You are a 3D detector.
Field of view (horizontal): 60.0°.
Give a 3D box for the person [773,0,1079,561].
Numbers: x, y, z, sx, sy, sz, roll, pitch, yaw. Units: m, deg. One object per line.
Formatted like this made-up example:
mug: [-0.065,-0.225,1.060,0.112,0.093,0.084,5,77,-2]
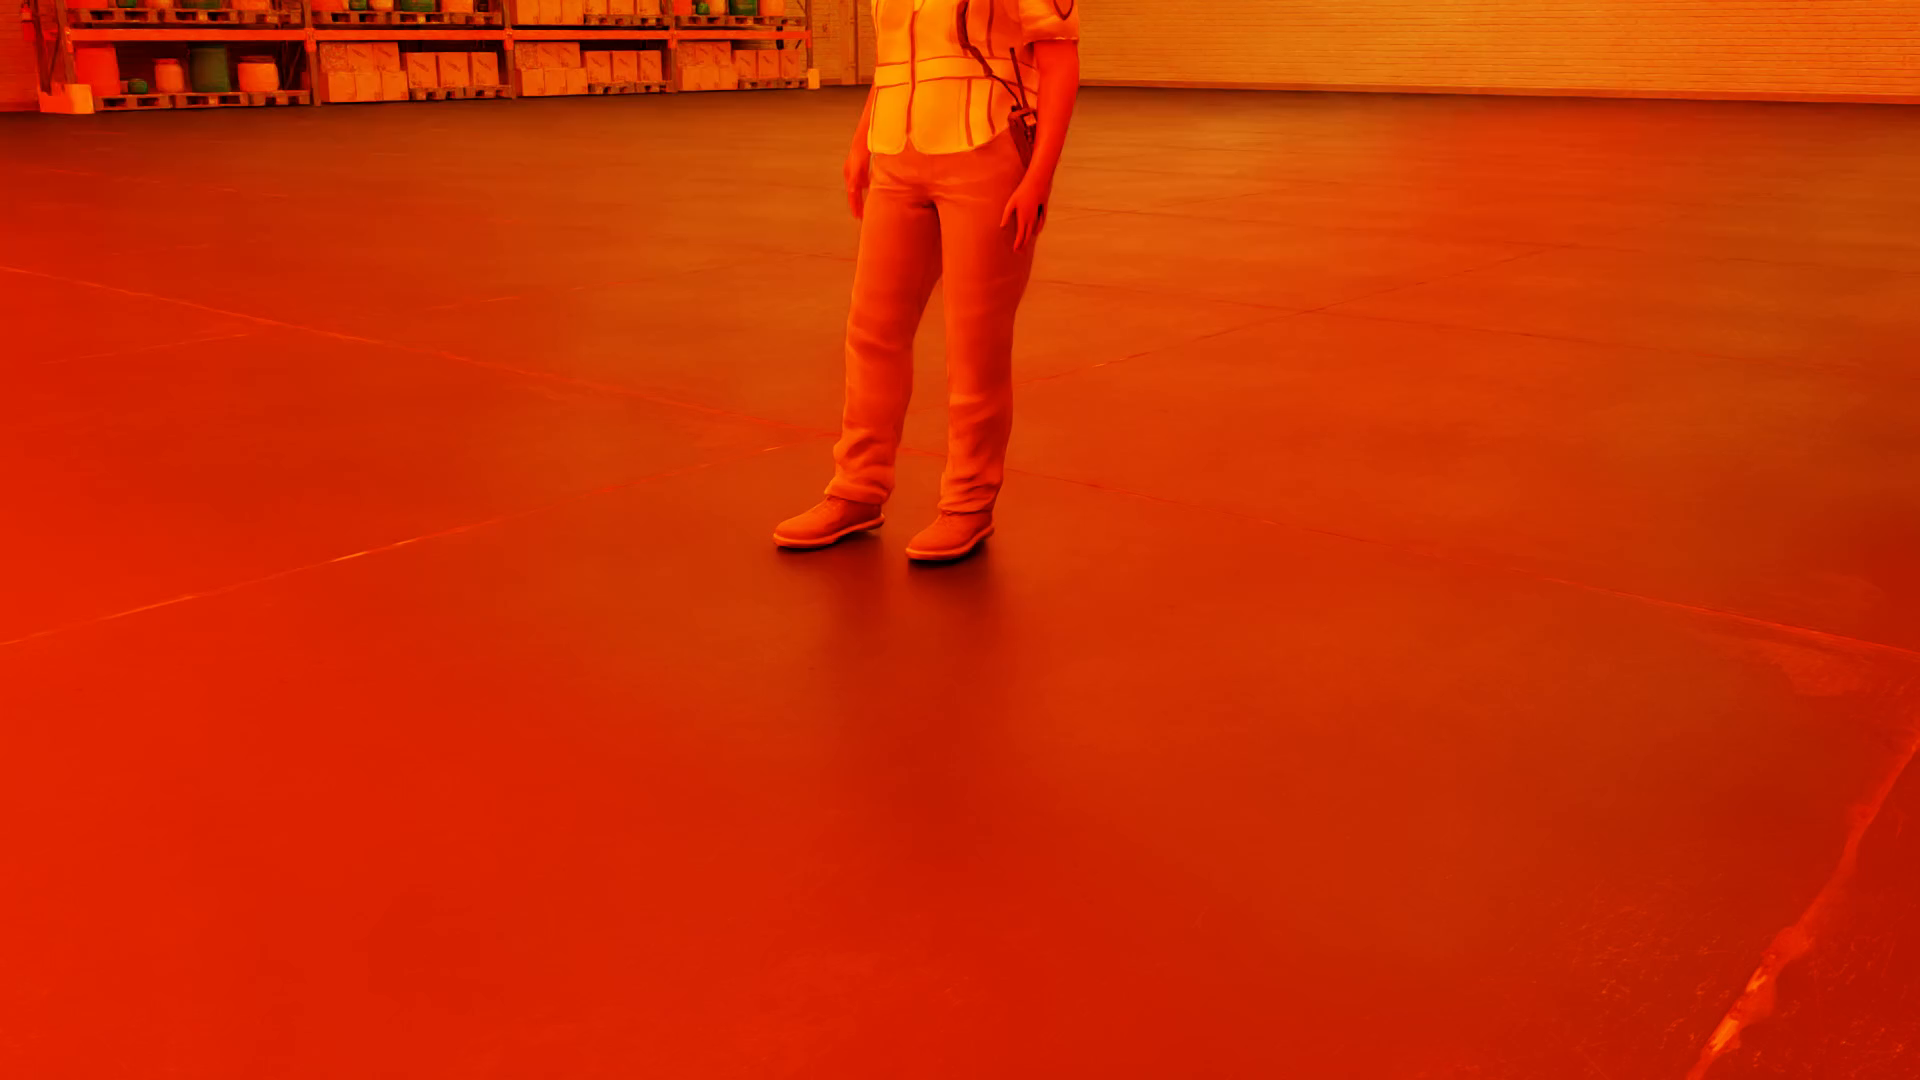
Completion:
person: [-0.067,-0.791,3.655,0.598,1.670,0.529,13,21,37]
